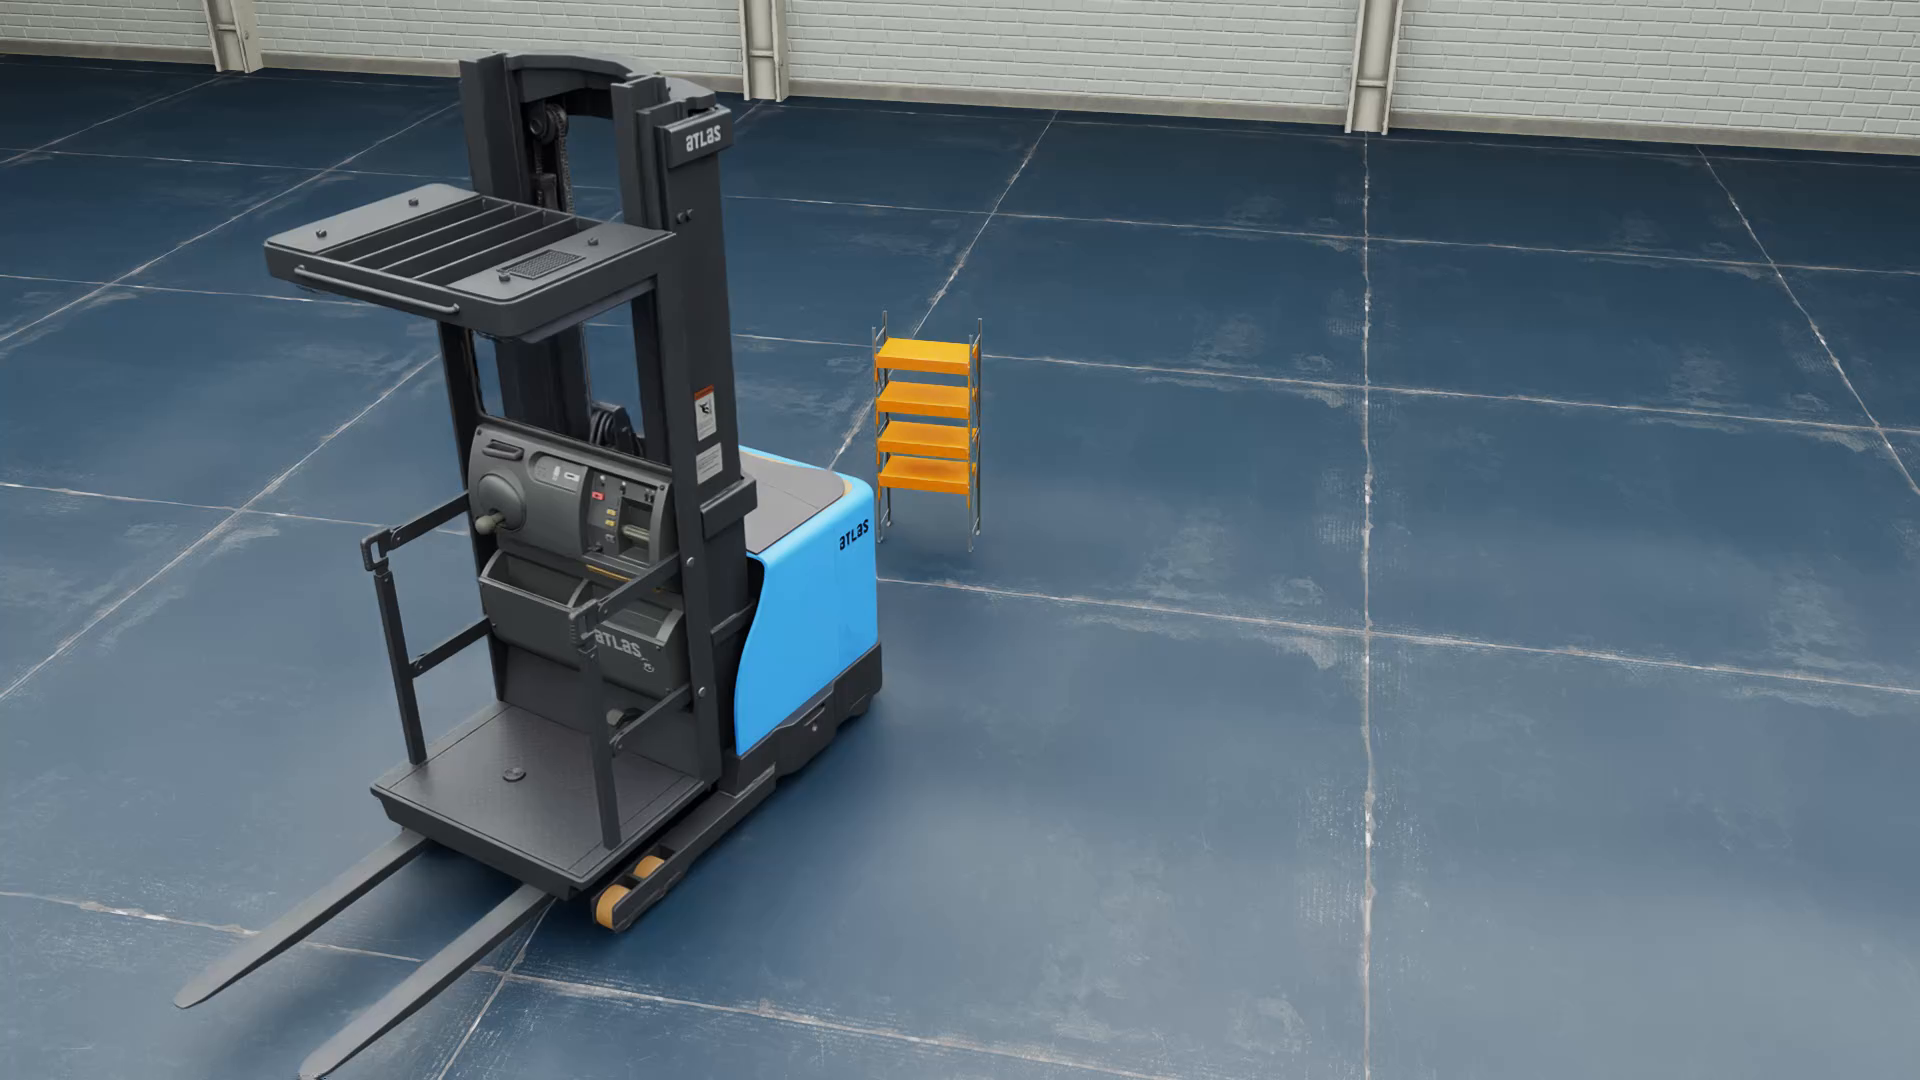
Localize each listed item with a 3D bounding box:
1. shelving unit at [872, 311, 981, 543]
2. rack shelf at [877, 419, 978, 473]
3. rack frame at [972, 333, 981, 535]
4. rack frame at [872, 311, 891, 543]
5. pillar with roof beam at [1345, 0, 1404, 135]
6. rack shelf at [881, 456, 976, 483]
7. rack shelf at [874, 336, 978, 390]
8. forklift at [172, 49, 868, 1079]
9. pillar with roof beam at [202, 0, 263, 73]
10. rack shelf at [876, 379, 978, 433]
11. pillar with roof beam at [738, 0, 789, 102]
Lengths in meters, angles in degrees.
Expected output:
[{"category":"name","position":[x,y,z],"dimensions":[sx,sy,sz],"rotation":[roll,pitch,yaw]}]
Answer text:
[{"category":"shelving unit","position":[-0.164,-0.543,8.493],"dimensions":[0.499,1.200,0.258],"rotation":[6,29,11]},{"category":"rack shelf","position":[-0.162,-0.484,8.525],"dimensions":[0.480,0.148,0.258],"rotation":[6,29,11]},{"category":"rack frame","position":[0.077,-0.519,8.448],"dimensions":[0.006,1.046,0.228],"rotation":[6,29,11]},{"category":"rack frame","position":[-0.401,-0.567,8.537],"dimensions":[0.015,1.200,0.240],"rotation":[6,29,11]},{"category":"pillar with roof beam","position":[2.992,-5.861,10.085],"dimensions":[0.400,9.000,9.100],"rotation":[6,29,11]},{"category":"rack shelf","position":[-0.162,-0.357,8.594],"dimensions":[0.457,0.021,0.221],"rotation":[6,29,11]},{"category":"rack shelf","position":[-0.162,-0.888,8.304],"dimensions":[0.480,0.148,0.258],"rotation":[6,29,11]},{"category":"forklift","position":[-1.542,-0.103,5.886],"dimensions":[1.121,2.935,3.031],"rotation":[16,33,27]},{"category":"pillar with roof beam","position":[-8.743,-7.065,12.283],"dimensions":[0.400,9.000,9.100],"rotation":[6,29,11]},{"category":"rack shelf","position":[-0.162,-0.680,8.417],"dimensions":[0.480,0.148,0.258],"rotation":[6,29,11]},{"category":"pillar with roof beam","position":[-2.875,-6.463,11.184],"dimensions":[0.400,9.000,9.100],"rotation":[6,29,11]}]
